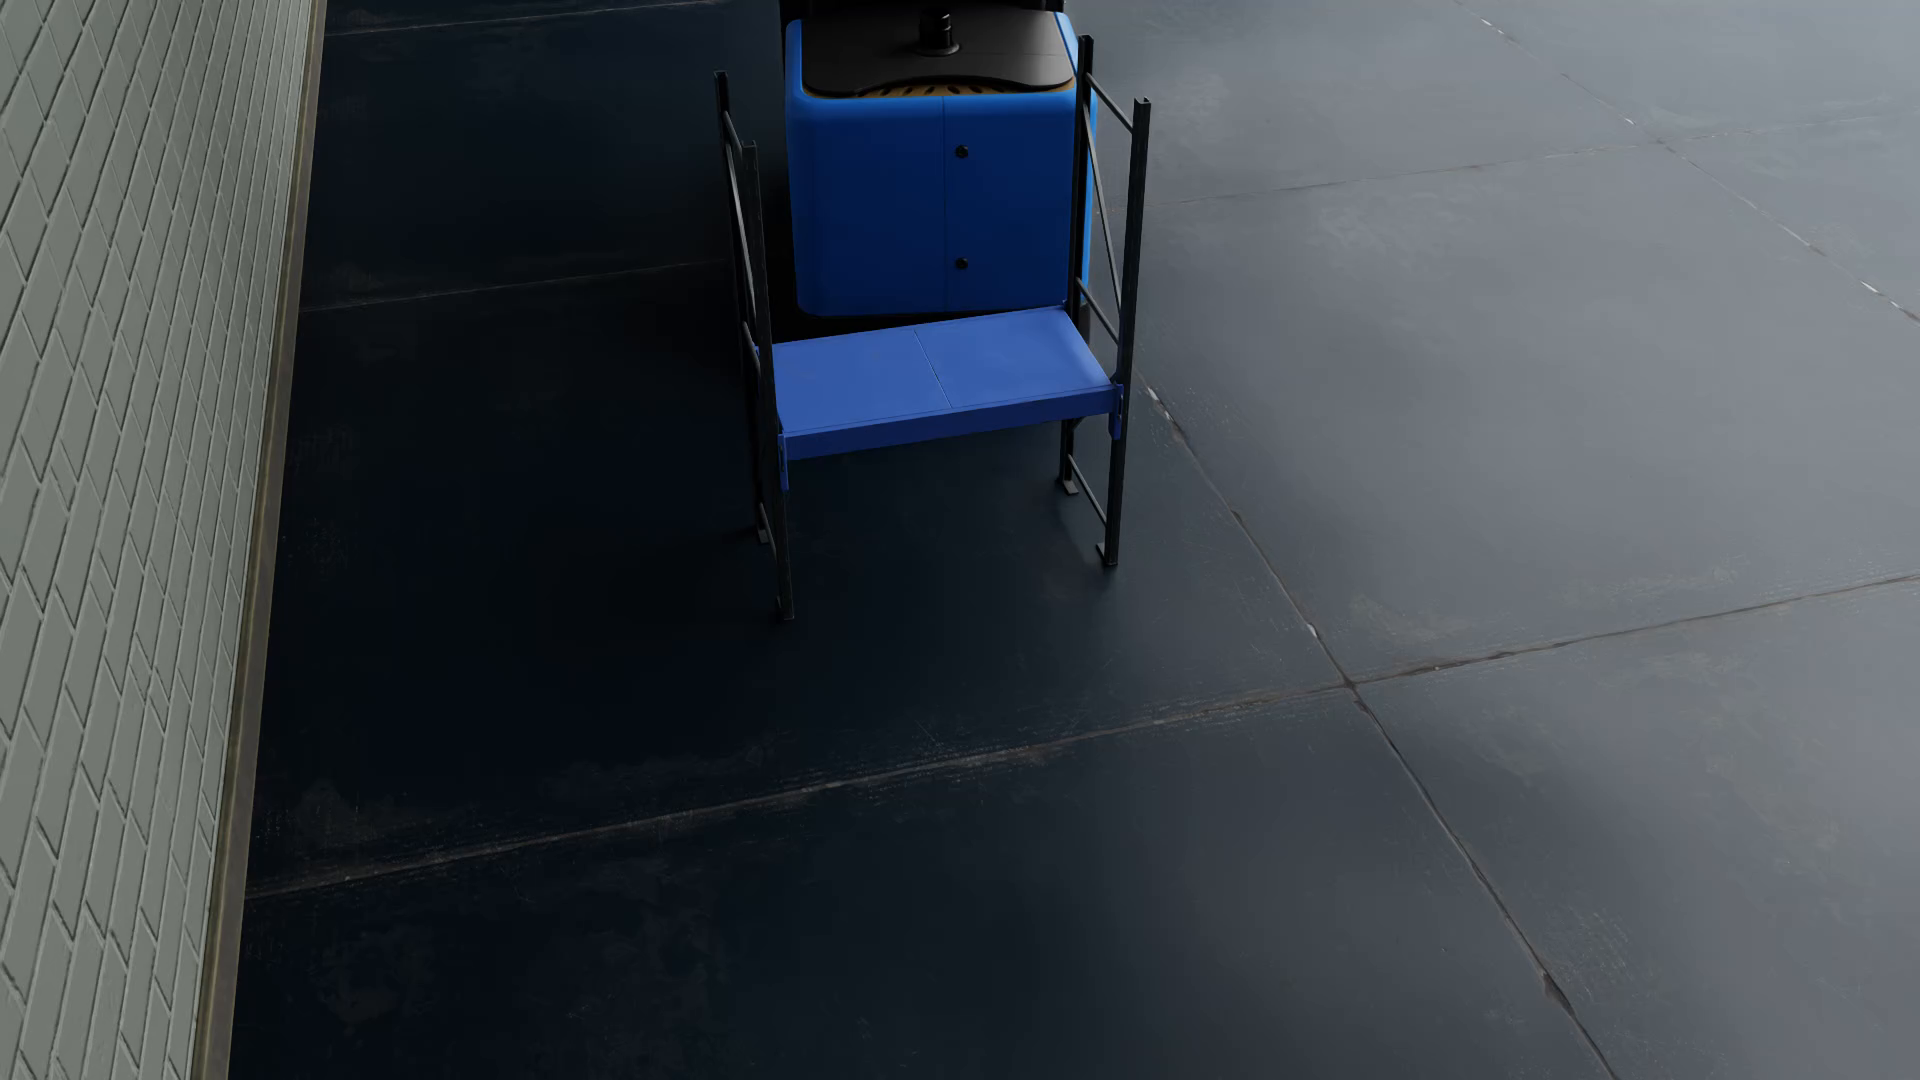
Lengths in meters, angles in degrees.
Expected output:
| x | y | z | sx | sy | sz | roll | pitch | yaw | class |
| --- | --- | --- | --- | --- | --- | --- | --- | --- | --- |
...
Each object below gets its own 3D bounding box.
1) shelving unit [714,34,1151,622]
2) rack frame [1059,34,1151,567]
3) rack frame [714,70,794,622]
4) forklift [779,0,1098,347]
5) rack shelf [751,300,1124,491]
| x | y | z | sx | sy | sz | roll | pitch | yaw | class |
| --- | --- | --- | --- | --- | --- | --- | --- | --- | --- |
| -0.082 | -0.582 | 4.777 | 1.048 | 1.500 | 0.538 | -9 | 38 | -12 | shelving unit |
| 0.408 | -0.663 | 4.882 | 0.032 | 1.500 | 0.500 | -9 | 38 | -12 | rack frame |
| -0.573 | -0.502 | 4.671 | 0.032 | 1.500 | 0.500 | -9 | 38 | -12 | rack frame |
| -0.168 | -2.617 | 6.259 | 1.130 | 2.935 | 3.031 | -3 | 37 | -4 | forklift |
| -0.082 | -0.439 | 4.886 | 1.000 | 0.185 | 0.538 | -9 | 38 | -12 | rack shelf |
